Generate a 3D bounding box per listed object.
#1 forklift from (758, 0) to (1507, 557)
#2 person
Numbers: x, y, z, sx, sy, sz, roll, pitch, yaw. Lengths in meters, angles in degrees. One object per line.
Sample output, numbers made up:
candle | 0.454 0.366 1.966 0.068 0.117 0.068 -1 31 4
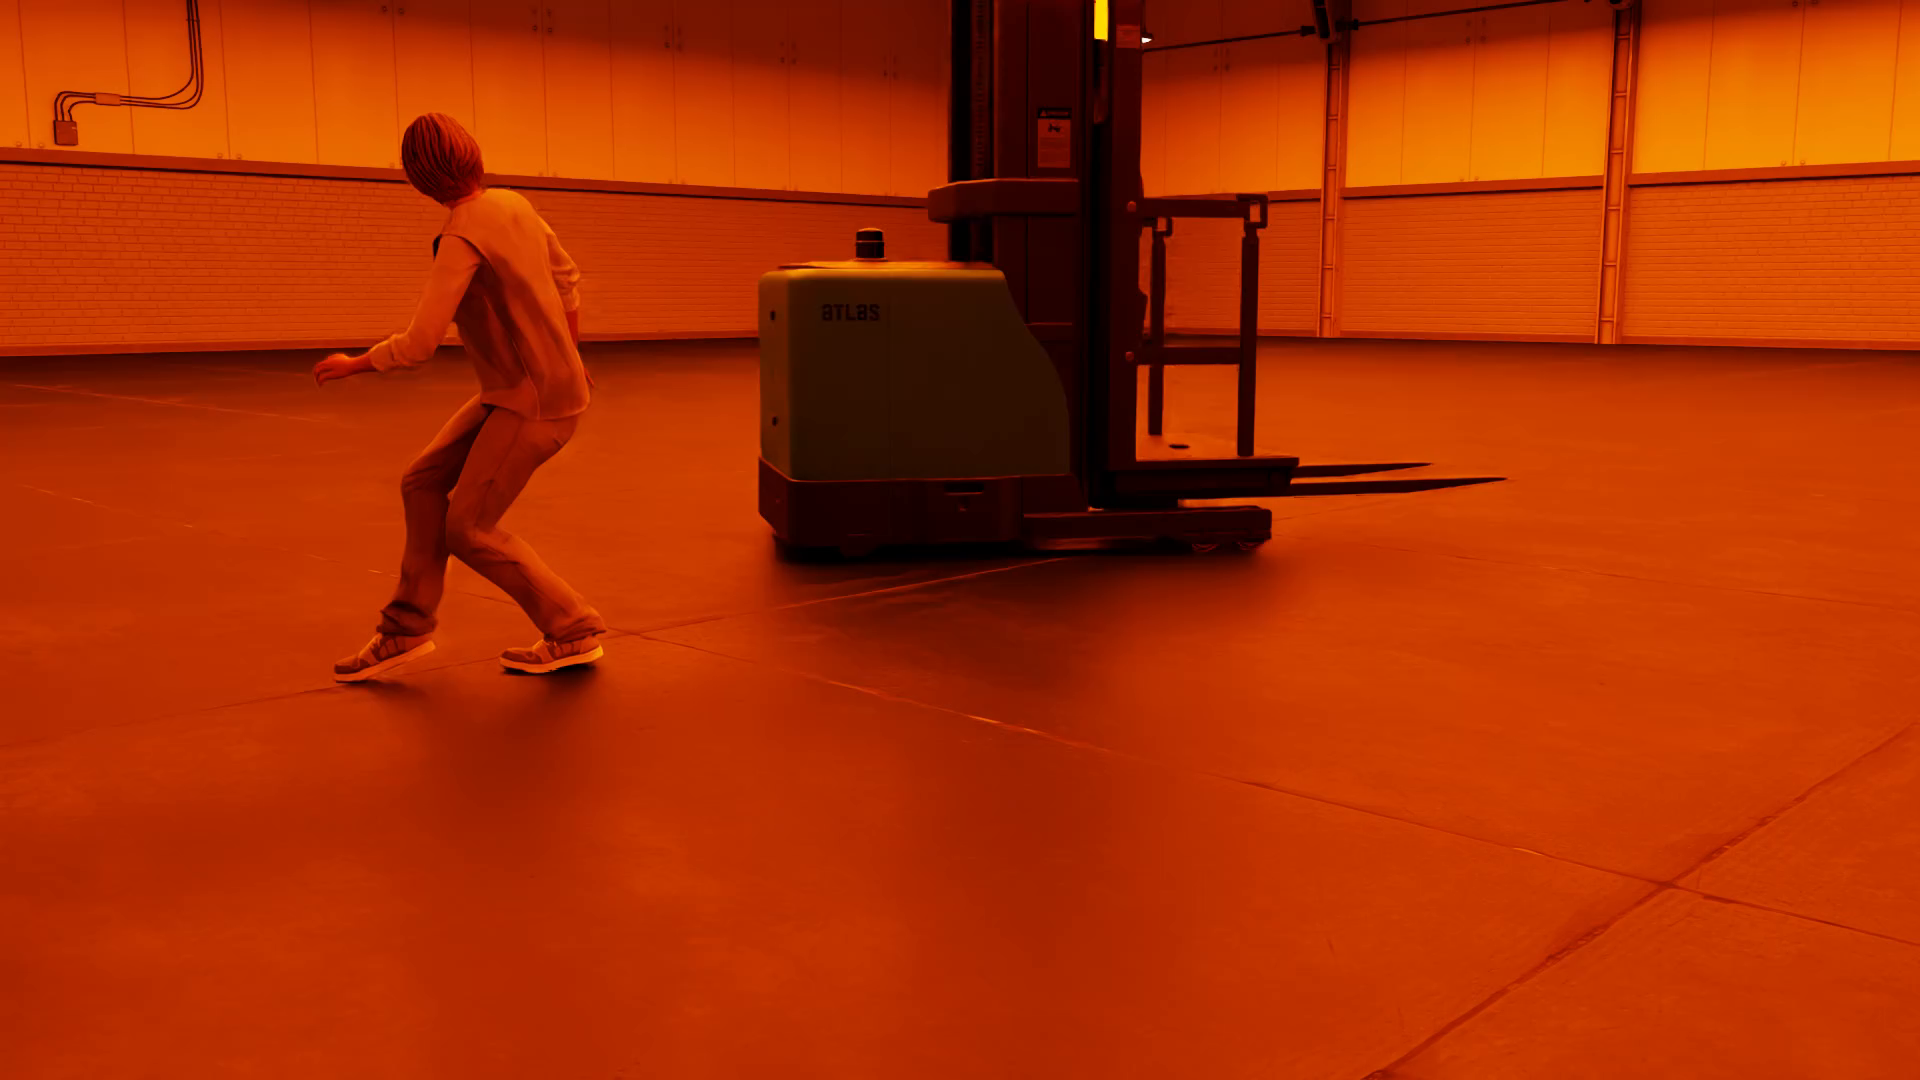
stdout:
forklift | 0.731 -1.480 6.701 3.031 2.935 1.130 -2 9 -14
person | -1.315 -0.370 4.386 0.714 1.446 0.637 -2 9 -10
